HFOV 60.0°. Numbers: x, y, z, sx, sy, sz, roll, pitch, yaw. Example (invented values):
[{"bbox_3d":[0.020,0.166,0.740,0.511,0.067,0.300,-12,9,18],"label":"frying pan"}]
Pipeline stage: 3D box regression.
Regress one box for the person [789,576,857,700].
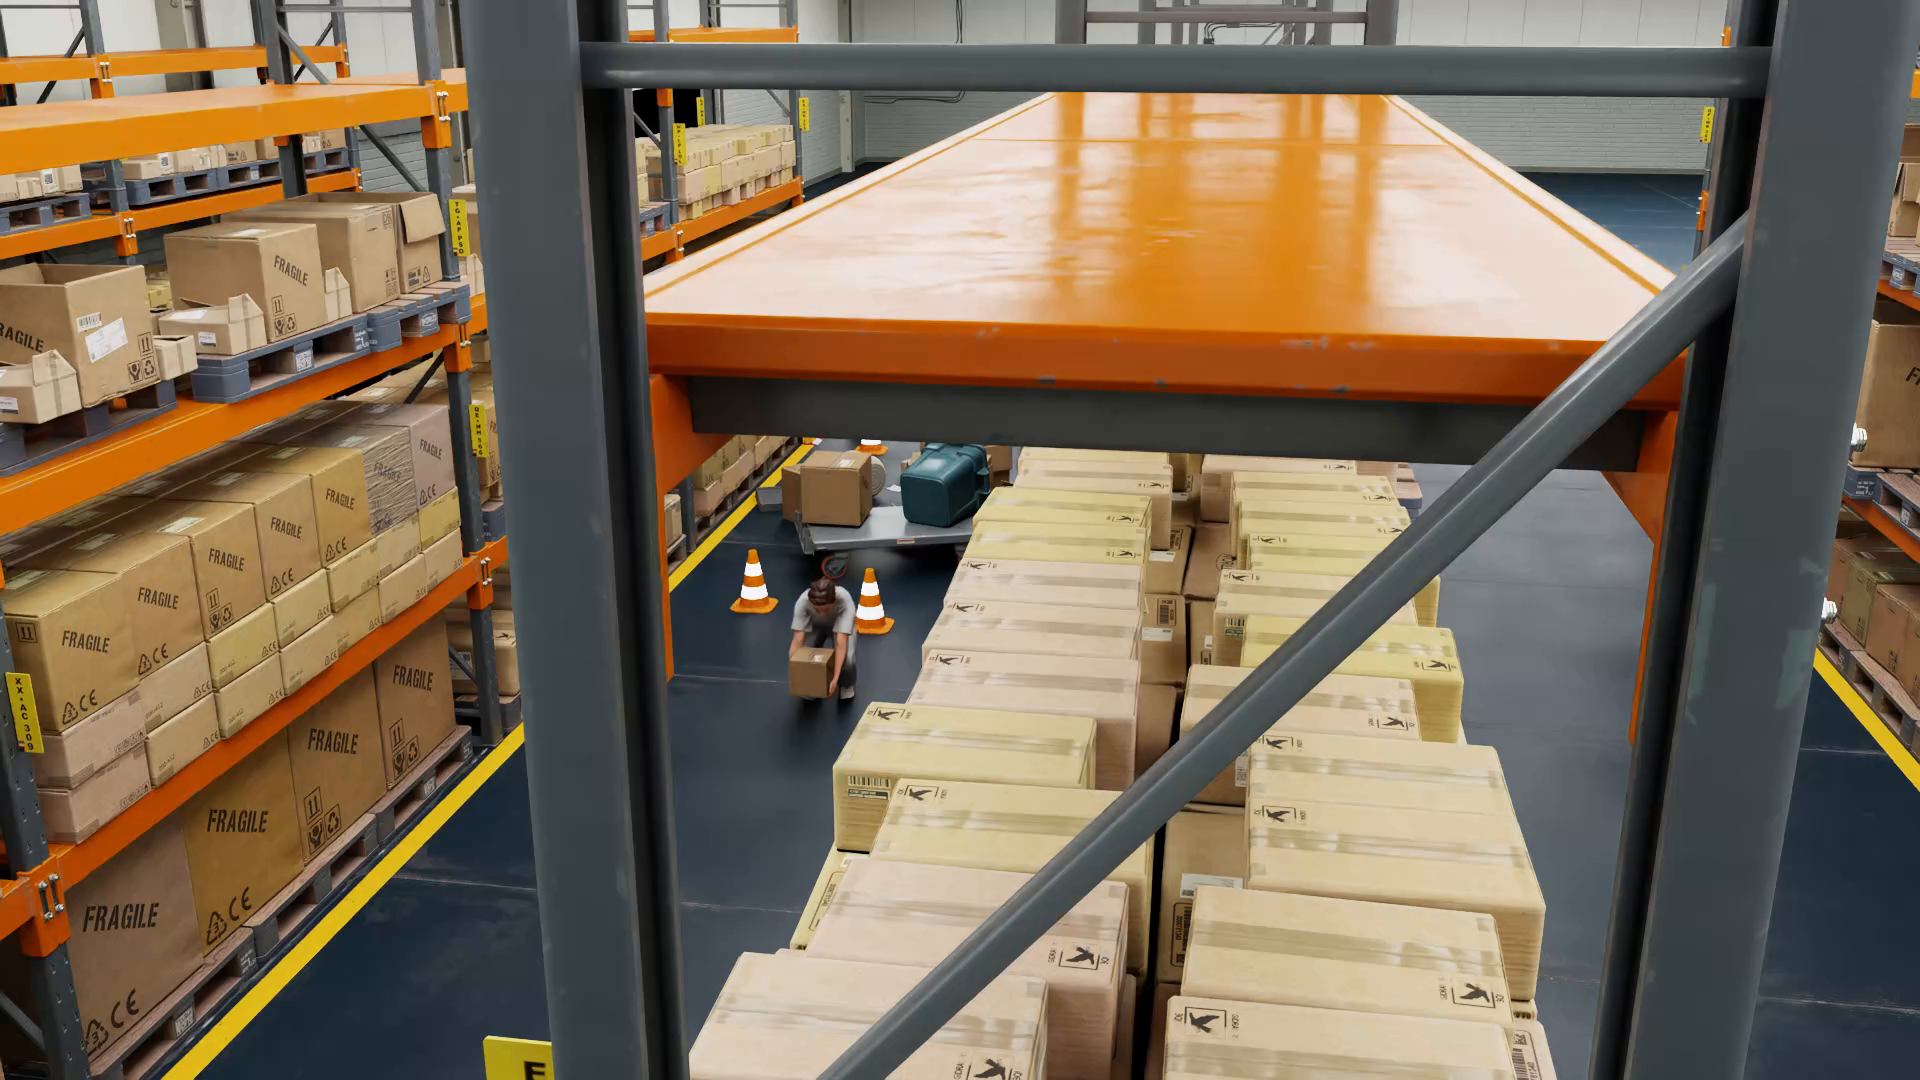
[{"bbox_3d":[-0.911,0.641,11.259,0.456,0.956,0.802,2,18,8],"label":"person"}]
